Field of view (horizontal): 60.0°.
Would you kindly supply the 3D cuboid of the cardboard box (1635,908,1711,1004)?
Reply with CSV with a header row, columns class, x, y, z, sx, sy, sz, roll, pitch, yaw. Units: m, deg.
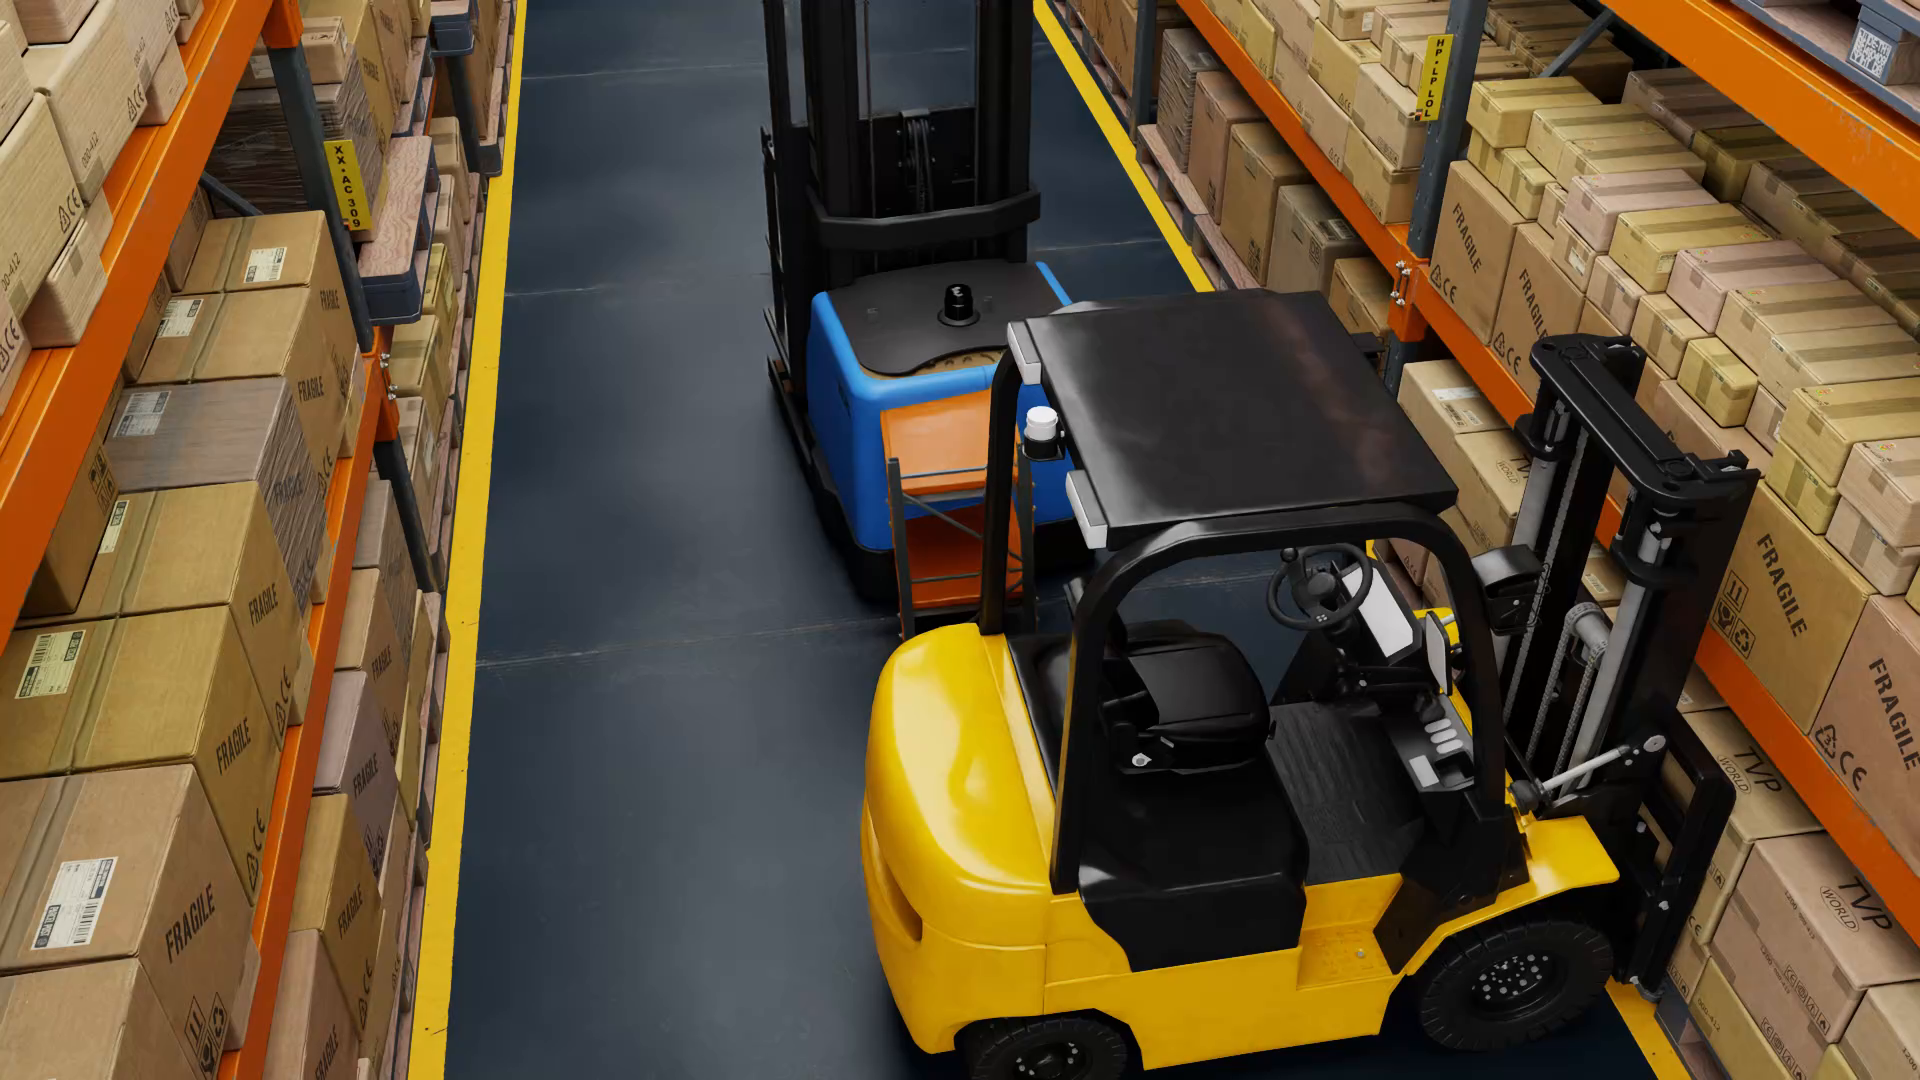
class,x,y,z,sx,sy,sz,roll,pitch,yaw
cardboard box,2.425,1.149,5.225,0.500,0.250,0.500,-6,38,-7

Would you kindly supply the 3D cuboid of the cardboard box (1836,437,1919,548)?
class,x,y,z,sx,sy,sz,roll,pitch,yaw
cardboard box,2.433,-0.128,4.117,0.380,0.149,0.250,-5,38,-7

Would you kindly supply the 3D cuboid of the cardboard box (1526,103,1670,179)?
class,x,y,z,sx,sy,sz,roll,pitch,yaw
cardboard box,2.190,-1.375,5.723,0.380,0.149,0.250,-6,38,-7

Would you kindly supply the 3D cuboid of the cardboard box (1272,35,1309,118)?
class,x,y,z,sx,sy,sz,roll,pitch,yaw
cardboard box,1.778,-2.156,7.703,0.500,0.250,0.500,-6,38,-8

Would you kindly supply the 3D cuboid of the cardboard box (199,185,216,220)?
class,x,y,z,sx,sy,sz,roll,pitch,yaw
cardboard box,-2.919,-1.374,5.907,0.500,0.500,0.500,-7,38,-9

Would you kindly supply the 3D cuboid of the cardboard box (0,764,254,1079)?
class,x,y,z,sx,sy,sz,roll,pitch,yaw
cardboard box,-1.815,0.834,3.408,0.500,0.500,0.500,-5,38,-7

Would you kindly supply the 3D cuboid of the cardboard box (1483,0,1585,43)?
class,x,y,z,sx,sy,sz,roll,pitch,yaw
cardboard box,2.385,-2.183,7.004,0.380,0.149,0.250,-6,38,-8

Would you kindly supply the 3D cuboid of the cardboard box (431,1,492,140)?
class,x,y,z,sx,sy,sz,roll,pitch,yaw
cardboard box,-3.353,-2.966,10.012,0.875,0.875,0.875,-7,38,-8

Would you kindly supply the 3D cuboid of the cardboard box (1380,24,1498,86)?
class,x,y,z,sx,sy,sz,roll,pitch,yaw
cardboard box,1.932,-1.965,6.724,0.380,0.149,0.250,-7,38,-9

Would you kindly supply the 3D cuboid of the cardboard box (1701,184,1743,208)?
class,x,y,z,sx,sy,sz,roll,pitch,yaw
cardboard box,2.700,-1.154,5.680,0.380,0.149,0.250,-5,38,-7

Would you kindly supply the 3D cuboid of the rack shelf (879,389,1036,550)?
class,x,y,z,sx,sy,sz,roll,pitch,yaw
rack shelf,-0.047,-0.408,6.354,0.538,0.278,1.000,-6,39,-3

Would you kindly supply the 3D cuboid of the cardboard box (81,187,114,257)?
class,x,y,z,sx,sy,sz,roll,pitch,yaw
cardboard box,-1.966,-0.636,3.384,0.380,0.149,0.250,-7,38,-9

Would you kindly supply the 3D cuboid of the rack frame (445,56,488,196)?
class,x,y,z,sx,sy,sz,roll,pitch,yaw
rack frame,-3.313,-3.213,8.941,1.000,3.000,0.127,-6,38,-8

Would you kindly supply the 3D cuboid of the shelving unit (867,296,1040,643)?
class,x,y,z,sx,sy,sz,roll,pitch,yaw
shelving unit,-0.032,-0.181,6.537,0.538,1.125,1.048,-6,39,-3

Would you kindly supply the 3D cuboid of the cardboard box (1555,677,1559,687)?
class,x,y,z,sx,sy,sz,roll,pitch,yaw
cardboard box,2.222,0.324,5.880,0.500,0.250,0.500,-7,38,-8

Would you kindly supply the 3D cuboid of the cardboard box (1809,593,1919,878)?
class,x,y,z,sx,sy,sz,roll,pitch,yaw
cardboard box,2.549,0.460,4.131,0.500,0.500,0.500,-5,38,-7

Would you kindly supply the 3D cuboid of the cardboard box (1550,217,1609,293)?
class,x,y,z,sx,sy,sz,roll,pitch,yaw
cardboard box,2.161,-0.940,5.405,0.380,0.149,0.250,-5,38,-7

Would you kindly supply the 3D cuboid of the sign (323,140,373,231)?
class,x,y,z,sx,sy,sz,roll,pitch,yaw
sign,-2.079,-1.202,5.646,0.100,0.325,0.005,-6,38,-8

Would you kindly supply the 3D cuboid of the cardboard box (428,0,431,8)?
class,x,y,z,sx,sy,sz,roll,pitch,yaw
cardboard box,-2.781,-2.652,8.082,0.380,0.149,0.250,-8,39,-10

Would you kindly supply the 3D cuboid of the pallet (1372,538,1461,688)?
class,x,y,z,sx,sy,sz,roll,pitch,yaw
pallet,2.372,0.253,6.752,1.003,0.211,1.213,-6,38,-8

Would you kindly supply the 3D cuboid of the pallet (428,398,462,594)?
class,x,y,z,sx,sy,sz,roll,pitch,yaw
pallet,-2.750,-0.166,7.291,1.003,0.211,1.213,-6,38,-8

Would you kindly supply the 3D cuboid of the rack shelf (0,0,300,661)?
class,x,y,z,sx,sy,sz,roll,pitch,yaw
rack shelf,-2.261,-0.489,3.576,1.077,0.370,4.000,-6,38,-8

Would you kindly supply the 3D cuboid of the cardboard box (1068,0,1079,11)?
class,x,y,z,sx,sy,sz,roll,pitch,yaw
cardboard box,1.006,-4.091,11.766,0.500,0.500,0.500,-8,38,-10

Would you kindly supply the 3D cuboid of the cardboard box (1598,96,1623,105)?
class,x,y,z,sx,sy,sz,roll,pitch,yaw
cardboard box,2.437,-1.805,6.843,0.500,0.250,0.500,-7,38,-9

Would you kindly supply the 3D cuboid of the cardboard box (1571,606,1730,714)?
class,x,y,z,sx,sy,sz,roll,pitch,yaw
cardboard box,2.313,0.445,5.316,0.500,0.250,0.500,-7,38,-9

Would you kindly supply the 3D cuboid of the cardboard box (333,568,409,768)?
class,x,y,z,sx,sy,sz,roll,pitch,yaw
cardboard box,-2.153,0.463,5.497,0.500,0.500,0.500,-6,38,-7

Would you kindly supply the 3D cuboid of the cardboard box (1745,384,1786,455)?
class,x,y,z,sx,sy,sz,roll,pitch,yaw
cardboard box,2.435,-0.325,4.613,0.380,0.149,0.250,-6,38,-8

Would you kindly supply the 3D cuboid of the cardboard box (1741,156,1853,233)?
class,x,y,z,sx,sy,sz,roll,pitch,yaw
cardboard box,2.796,-1.127,5.403,0.380,0.149,0.250,-7,38,-9

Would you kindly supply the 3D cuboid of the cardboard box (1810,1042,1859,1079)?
class,x,y,z,sx,sy,sz,roll,pitch,yaw
cardboard box,2.582,1.545,4.307,0.500,0.250,0.500,-7,38,-9

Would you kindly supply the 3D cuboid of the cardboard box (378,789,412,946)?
class,x,y,z,sx,sy,sz,roll,pitch,yaw
cardboard box,-2.056,1.080,5.314,0.500,0.250,0.500,-6,38,-7

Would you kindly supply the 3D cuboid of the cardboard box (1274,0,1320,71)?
class,x,y,z,sx,sy,sz,roll,pitch,yaw
cardboard box,1.755,-2.360,7.557,0.500,0.250,0.500,-6,38,-7

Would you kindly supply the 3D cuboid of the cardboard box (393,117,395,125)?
class,x,y,z,sx,sy,sz,roll,pitch,yaw
cardboard box,-2.603,-1.855,7.056,0.380,0.149,0.250,-6,38,-8

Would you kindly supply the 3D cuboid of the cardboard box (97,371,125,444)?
class,x,y,z,sx,sy,sz,roll,pitch,yaw
cardboard box,-2.619,-0.443,4.236,0.700,0.500,0.500,-7,38,-9

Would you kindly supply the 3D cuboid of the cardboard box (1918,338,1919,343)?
class,x,y,z,sx,sy,sz,roll,pitch,yaw
cardboard box,2.884,-0.493,4.587,0.380,0.149,0.250,-6,38,-8

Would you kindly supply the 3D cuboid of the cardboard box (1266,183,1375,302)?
class,x,y,z,sx,sy,sz,roll,pitch,yaw
cardboard box,2.043,-1.345,8.129,0.875,0.625,0.625,-7,38,-8

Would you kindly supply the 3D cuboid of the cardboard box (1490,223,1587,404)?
class,x,y,z,sx,sy,sz,roll,pitch,yaw
cardboard box,2.202,-0.764,5.706,0.500,0.500,0.500,-6,38,-7

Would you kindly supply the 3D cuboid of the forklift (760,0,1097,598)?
class,x,y,z,sx,sy,sz,roll,pitch,yaw
forklift,-0.312,-1.828,7.214,1.130,2.935,3.031,-10,39,-13

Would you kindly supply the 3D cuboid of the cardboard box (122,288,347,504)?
class,x,y,z,sx,sy,sz,roll,pitch,yaw
cardboard box,-2.192,-0.402,4.998,0.500,0.500,0.500,-5,38,-6

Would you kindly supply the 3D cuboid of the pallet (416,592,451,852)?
class,x,y,z,sx,sy,sz,roll,pitch,yaw
pallet,-2.460,0.706,6.169,1.003,0.211,1.213,-6,38,-8

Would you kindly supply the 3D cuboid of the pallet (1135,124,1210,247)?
class,x,y,z,sx,sy,sz,roll,pitch,yaw
pallet,1.679,-2.146,9.841,1.003,0.211,1.213,-6,38,-8

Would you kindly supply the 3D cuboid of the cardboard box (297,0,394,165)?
class,x,y,z,sx,sy,sz,roll,pitch,yaw
cardboard box,-2.500,-1.736,6.373,0.500,0.500,0.500,-6,38,-8

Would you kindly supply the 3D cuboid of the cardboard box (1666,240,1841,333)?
class,x,y,z,sx,sy,sz,roll,pitch,yaw
cardboard box,2.342,-0.752,4.920,0.380,0.149,0.250,-6,38,-8

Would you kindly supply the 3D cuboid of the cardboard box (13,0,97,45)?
class,x,y,z,sx,sy,sz,roll,pitch,yaw
cardboard box,-1.976,-1.103,3.335,0.380,0.149,0.250,-6,38,-7

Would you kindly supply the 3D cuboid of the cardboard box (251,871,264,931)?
class,x,y,z,sx,sy,sz,roll,pitch,yaw
cardboard box,-1.869,0.860,3.903,0.380,0.149,0.250,-5,38,-7

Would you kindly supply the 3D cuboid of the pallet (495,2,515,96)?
class,x,y,z,sx,sy,sz,roll,pitch,yaw
pallet,-3.588,-3.331,11.366,1.003,0.211,1.213,-6,38,-8

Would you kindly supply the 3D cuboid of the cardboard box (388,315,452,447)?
class,x,y,z,sx,sy,sz,roll,pitch,yaw
cardboard box,-2.836,-0.675,7.474,0.950,0.372,0.625,-4,38,-5

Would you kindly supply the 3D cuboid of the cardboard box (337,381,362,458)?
class,x,y,z,sx,sy,sz,roll,pitch,yaw
cardboard box,-2.205,-0.386,5.507,0.380,0.149,0.250,-5,38,-7

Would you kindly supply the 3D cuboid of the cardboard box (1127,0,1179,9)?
class,x,y,z,sx,sy,sz,roll,pitch,yaw
cardboard box,1.237,-3.455,10.419,0.380,0.149,0.250,-8,39,-10

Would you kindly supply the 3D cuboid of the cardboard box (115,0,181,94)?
class,x,y,z,sx,sy,sz,roll,pitch,yaw
cardboard box,-2.105,-1.187,3.768,0.500,0.250,0.500,-7,38,-9
